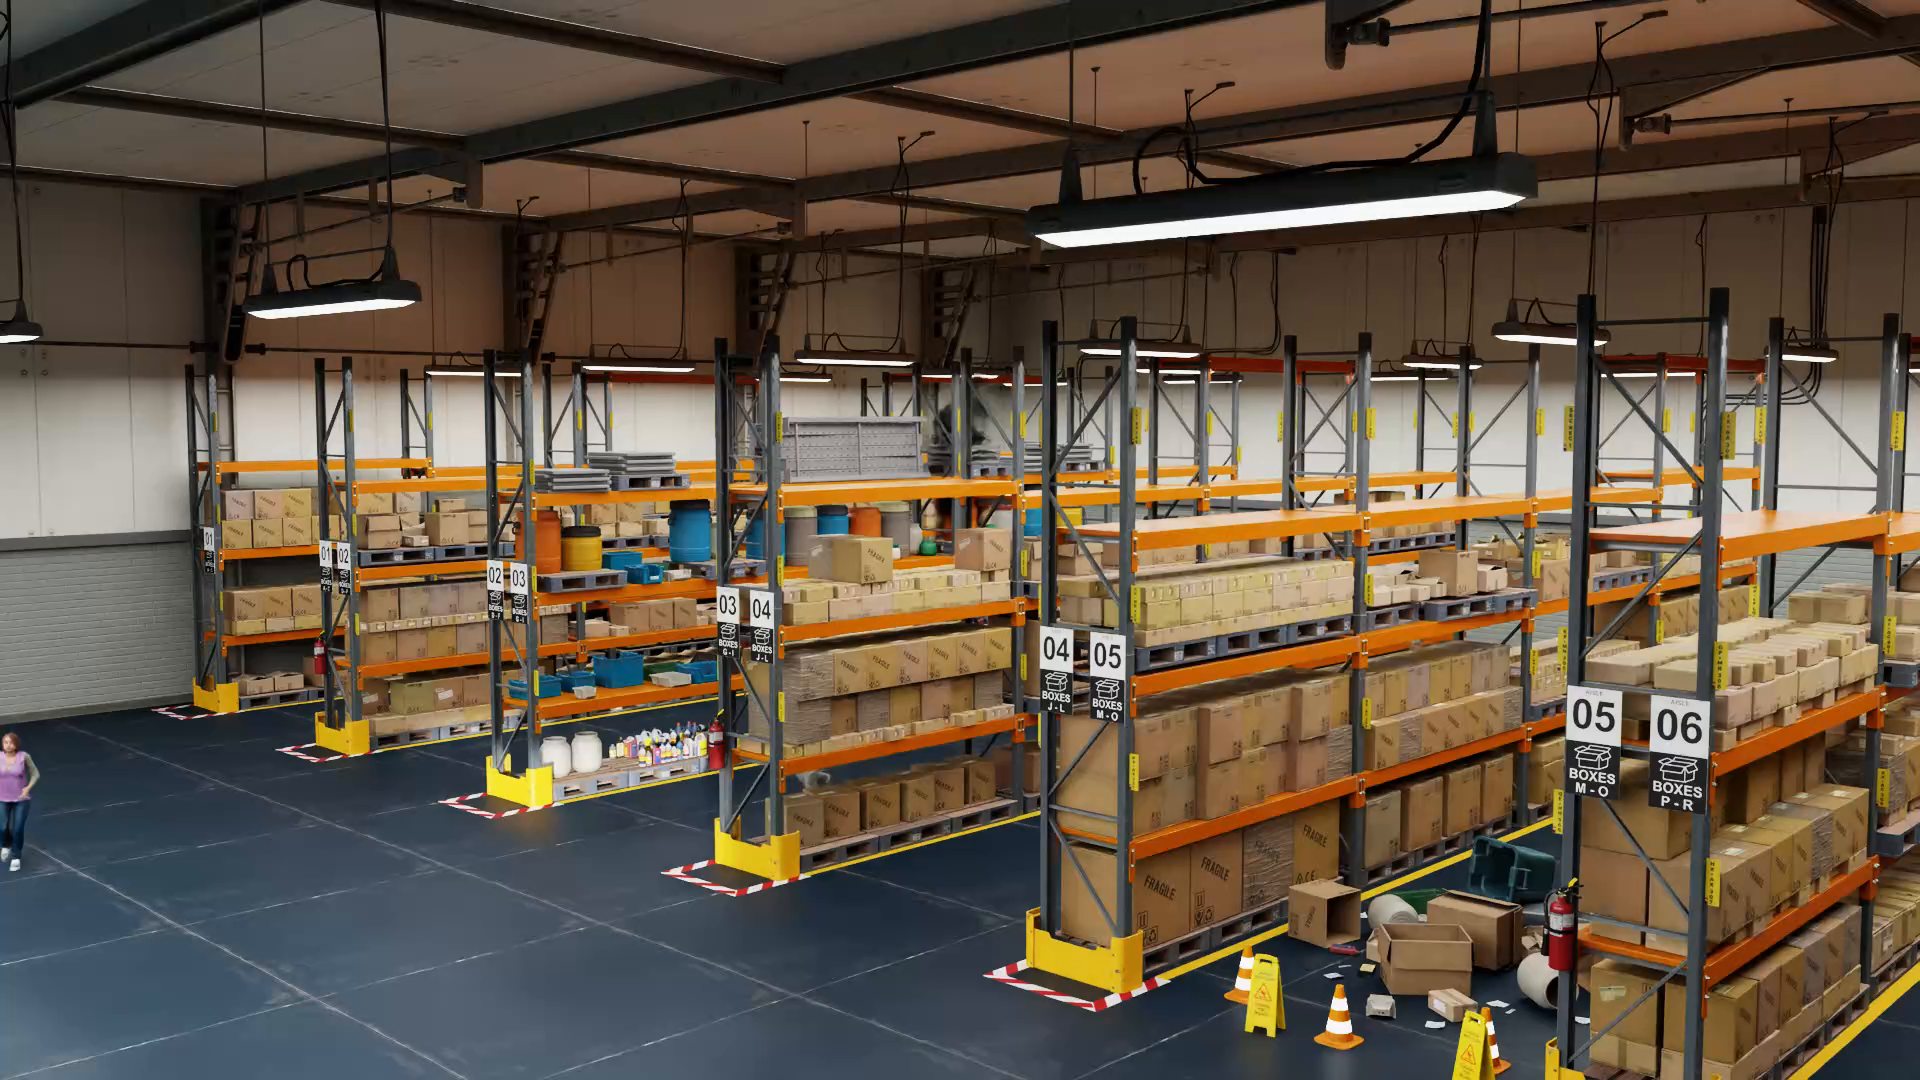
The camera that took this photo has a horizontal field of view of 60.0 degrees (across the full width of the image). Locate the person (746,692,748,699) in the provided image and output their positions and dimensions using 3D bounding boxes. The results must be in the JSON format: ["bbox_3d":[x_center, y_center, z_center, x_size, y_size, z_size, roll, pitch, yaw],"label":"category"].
[{"bbox_3d":[-3.221,2.257,27.132,0.536,1.626,0.702,3,6,37],"label":"person"}]

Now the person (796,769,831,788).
[{"bbox_3d":[-1.866,2.644,21.537,0.709,1.737,0.757,3,5,31],"label":"person"}]

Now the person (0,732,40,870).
[{"bbox_3d":[-10.700,2.949,18.789,0.549,1.569,0.532,-2,5,-24],"label":"person"}]

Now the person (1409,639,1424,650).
[{"bbox_3d":[7.001,2.324,25.772,0.657,1.743,0.590,3,5,35],"label":"person"}]
